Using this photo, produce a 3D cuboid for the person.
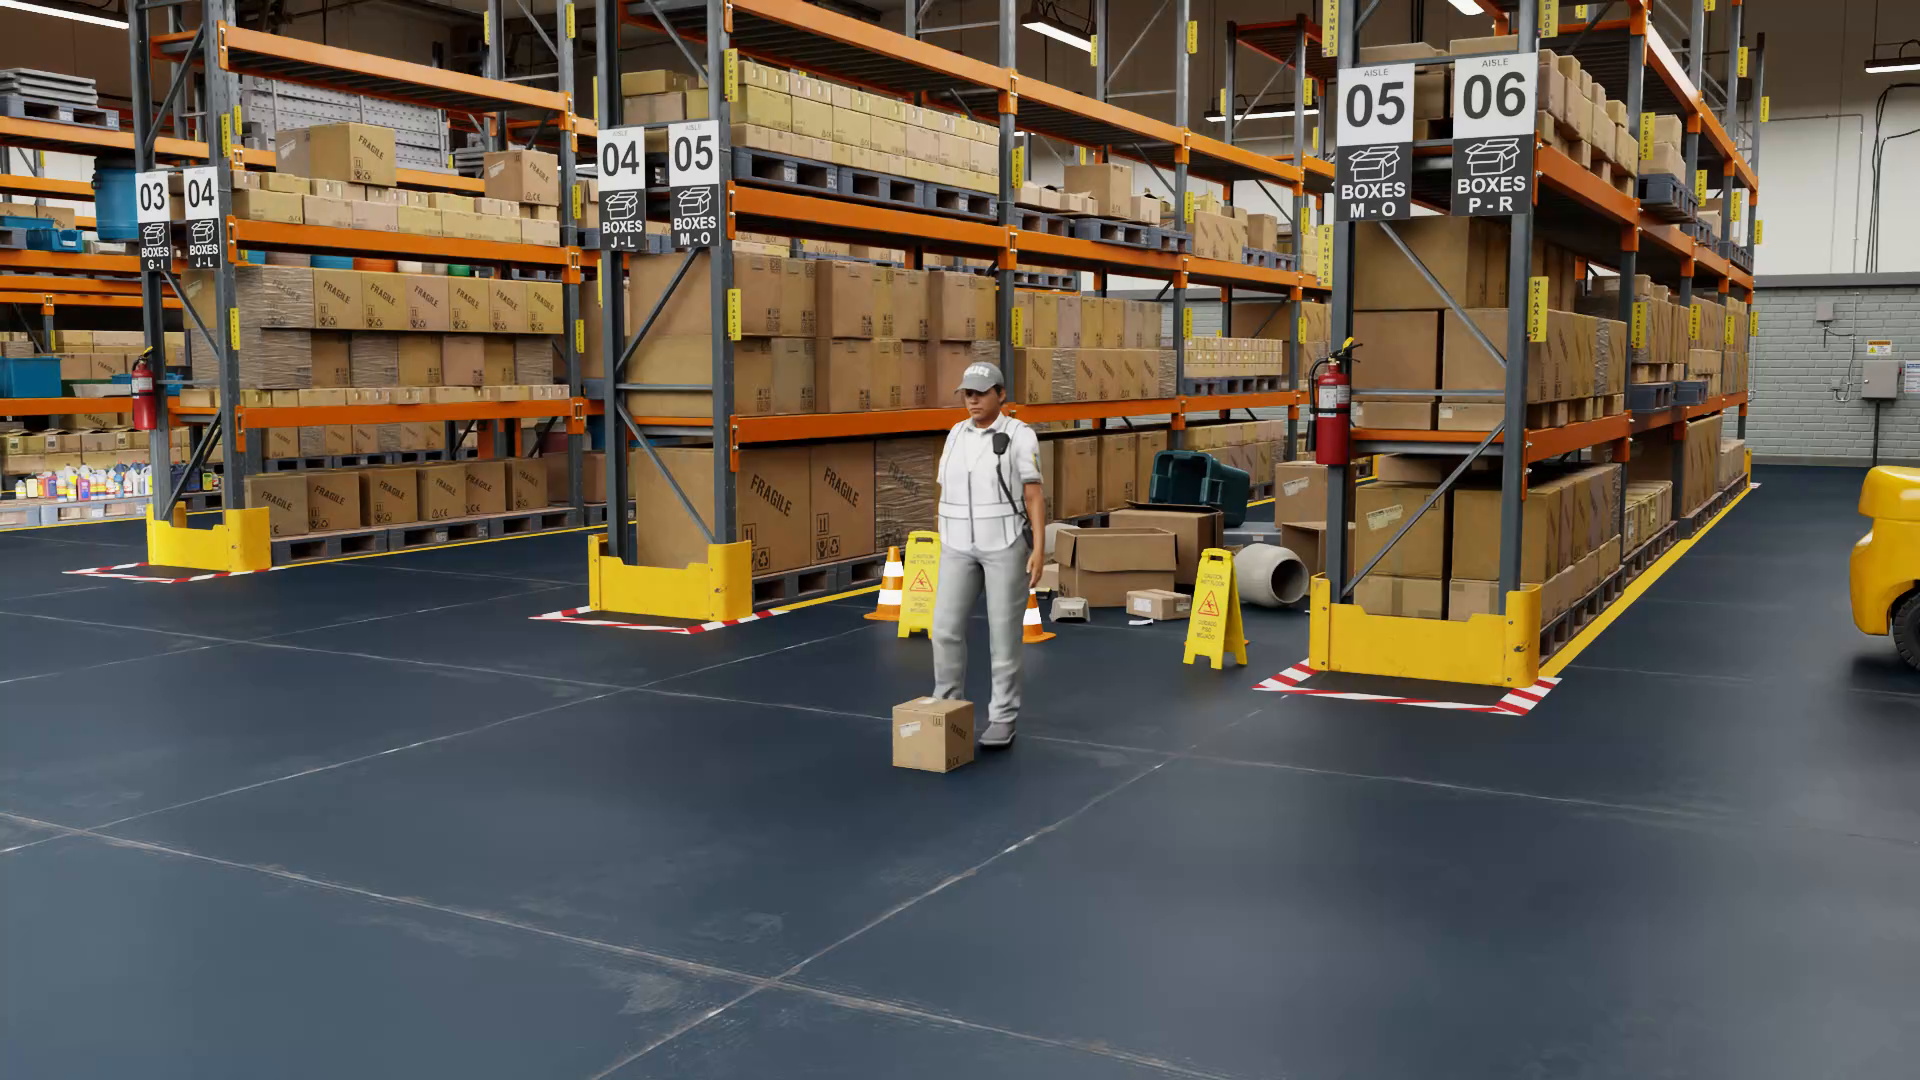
[{"bbox_3d":[0.127,0.095,7.233,0.513,1.733,0.448,2,7,21],"label":"person"}]
